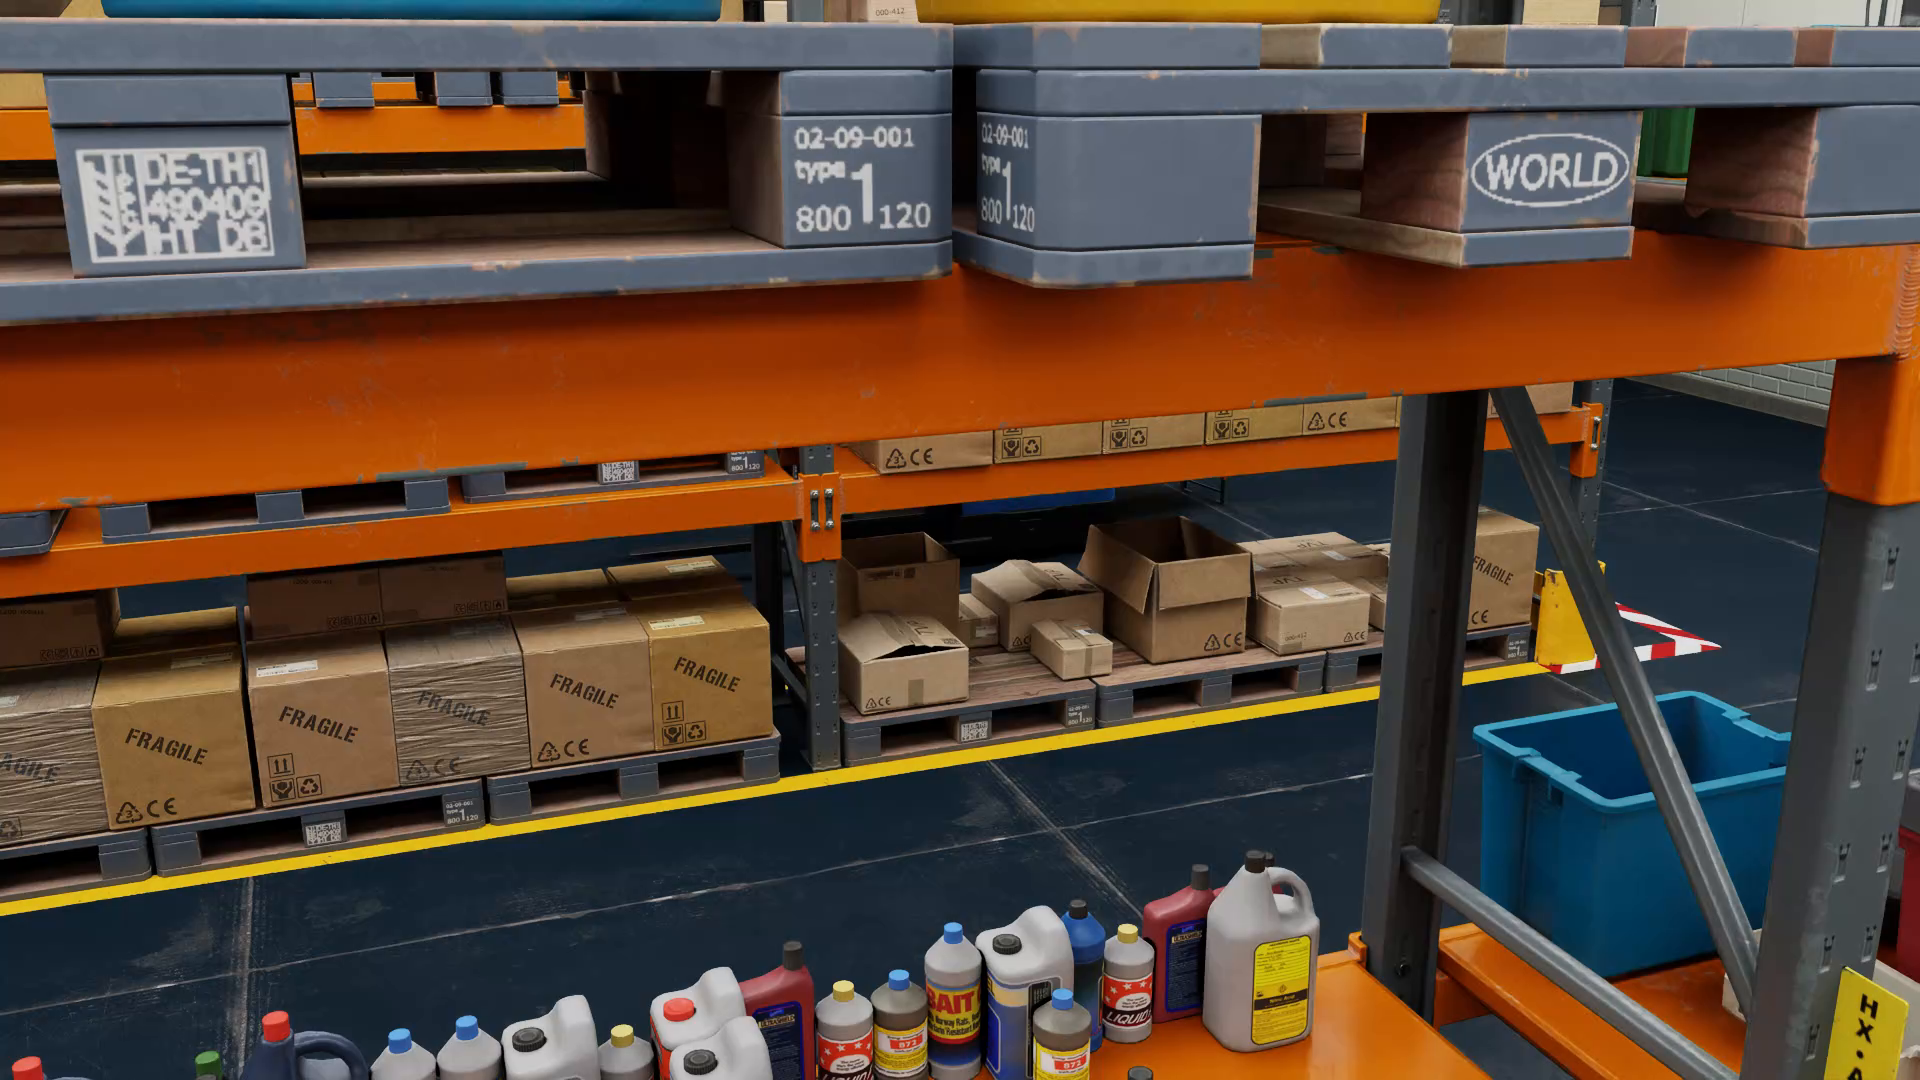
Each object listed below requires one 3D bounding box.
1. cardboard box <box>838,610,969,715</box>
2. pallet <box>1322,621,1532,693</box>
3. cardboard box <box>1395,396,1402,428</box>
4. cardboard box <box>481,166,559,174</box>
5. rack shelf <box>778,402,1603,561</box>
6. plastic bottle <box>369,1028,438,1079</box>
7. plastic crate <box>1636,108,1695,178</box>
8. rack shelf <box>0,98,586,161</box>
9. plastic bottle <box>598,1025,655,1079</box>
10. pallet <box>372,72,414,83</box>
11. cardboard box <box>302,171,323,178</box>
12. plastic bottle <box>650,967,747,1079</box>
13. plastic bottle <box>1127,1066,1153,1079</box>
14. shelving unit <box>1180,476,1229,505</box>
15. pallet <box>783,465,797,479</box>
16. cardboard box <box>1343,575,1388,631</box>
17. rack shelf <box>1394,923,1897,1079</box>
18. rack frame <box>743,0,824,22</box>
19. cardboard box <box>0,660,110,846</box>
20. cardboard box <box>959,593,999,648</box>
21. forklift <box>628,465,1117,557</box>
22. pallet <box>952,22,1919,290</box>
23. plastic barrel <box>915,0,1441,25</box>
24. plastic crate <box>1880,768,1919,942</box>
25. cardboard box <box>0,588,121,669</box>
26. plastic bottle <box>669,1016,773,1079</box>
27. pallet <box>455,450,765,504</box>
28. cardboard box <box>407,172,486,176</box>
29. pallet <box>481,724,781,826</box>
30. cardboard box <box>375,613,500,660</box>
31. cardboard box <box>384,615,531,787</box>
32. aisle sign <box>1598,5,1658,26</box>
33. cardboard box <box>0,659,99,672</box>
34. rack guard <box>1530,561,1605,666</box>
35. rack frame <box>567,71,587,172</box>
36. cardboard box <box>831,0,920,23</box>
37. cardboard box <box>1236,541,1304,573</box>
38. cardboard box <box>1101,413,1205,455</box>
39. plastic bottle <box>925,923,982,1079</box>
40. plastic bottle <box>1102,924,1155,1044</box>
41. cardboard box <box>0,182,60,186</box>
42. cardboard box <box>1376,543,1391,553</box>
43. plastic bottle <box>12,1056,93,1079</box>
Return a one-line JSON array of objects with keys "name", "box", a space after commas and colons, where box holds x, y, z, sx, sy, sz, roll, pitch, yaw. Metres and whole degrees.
[{"name": "cardboard box", "box": [-0.283, 0.523, 7.486, 0.500, 0.311, 0.500, -6, 17, -20]}, {"name": "pallet", "box": [2.168, 0.452, 8.685, 1.213, 0.211, 1.003, -6, 17, -20]}, {"name": "cardboard box", "box": [2.179, -0.852, 7.999, 0.500, 0.500, 0.500, -6, 17, -20]}, {"name": "cardboard box", "box": [-3.051, -2.456, 11.567, 0.500, 0.250, 0.500, -6, 17, -18]}, {"name": "rack shelf", "box": [1.116, -0.427, 8.007, 4.000, 0.370, 1.077, -6, 17, -20]}, {"name": "plastic bottle", "box": [-0.842, 0.872, 2.534, 0.097, 0.271, 0.097, 0, 16, 0]}, {"name": "plastic crate", "box": [1.304, -0.727, 2.803, 0.662, 0.188, 0.450, -6, 17, -20]}, {"name": "rack shelf", "box": [-2.620, -1.463, 6.211, 4.000, 0.370, 1.077, -6, 17, -20]}, {"name": "plastic bottle", "box": [-0.534, 0.872, 2.657, 0.097, 0.201, 0.097, 0, 16, 0]}, {"name": "pallet", "box": [-3.366, -3.116, 10.901, 1.217, 0.209, 0.805, -7, 18, -22]}, {"name": "cardboard box", "box": [-4.492, -2.298, 11.029, 0.500, 0.250, 0.500, -7, 18, -21]}, {"name": "plastic bottle", "box": [-0.416, 0.832, 2.662, 0.135, 0.276, 0.152, -6, 17, -20]}, {"name": "plastic bottle", "box": [0.224, 0.897, 2.307, 0.185, 0.351, 0.144, -6, 17, -20]}, {"name": "shelving unit", "box": [1.260, -0.773, 11.235, 1.048, 1.125, 0.538, -9, 19, -28]}, {"name": "pallet", "box": [-1.790, -0.592, 12.240, 1.213, 0.211, 1.003, -6, 17, -20]}, {"name": "cardboard box", "box": [2.153, 0.311, 8.464, 0.250, 0.166, 0.380, -6, 17, -20]}, {"name": "rack shelf", "box": [2.885, 0.876, 3.568, 4.000, 0.370, 1.077, -6, 17, -20]}, {"name": "rack frame", "box": [-0.752, -3.449, 6.374, 0.127, 3.000, 1.000, -6, 17, -20]}, {"name": "cardboard box", "box": [-3.473, 0.796, 6.221, 0.500, 0.500, 0.500, -7, 18, -22]}, {"name": "cardboard box", "box": [0.007, 0.400, 8.191, 0.250, 0.149, 0.380, -6, 17, -20]}, {"name": "forklift", "box": [-0.589, -1.343, 9.971, 3.031, 2.935, 1.130, -6, 17, -20]}, {"name": "pallet", "box": [0.320, -0.511, 2.027, 1.003, 0.211, 1.213, -6, 17, -20]}, {"name": "plastic barrel", "box": [0.237, -0.853, 1.776, 0.600, 0.588, 0.600, 0, 16, 0]}, {"name": "plastic crate", "box": [1.966, 0.652, 3.435, 0.590, 0.125, 0.437, -6, 17, -20]}, {"name": "cardboard box", "box": [-3.647, 0.298, 6.585, 0.500, 0.250, 0.500, -5, 17, -18]}, {"name": "plastic bottle", "box": [-0.362, 0.872, 2.525, 0.135, 0.276, 0.152, -6, 17, -20]}, {"name": "pallet", "box": [-1.537, -0.427, 7.069, 1.213, 0.211, 1.003, -6, 17, -20]}, {"name": "cardboard box", "box": [-3.353, -2.271, 10.935, 0.500, 0.250, 0.500, -6, 17, -19]}, {"name": "pallet", "box": [-1.498, 0.859, 7.299, 1.213, 0.211, 1.003, -6, 17, -20]}, {"name": "cardboard box", "box": [-2.254, 0.507, 7.203, 0.500, 0.500, 0.500, -6, 17, -19]}, {"name": "cardboard box", "box": [-2.043, 0.641, 6.749, 0.500, 0.500, 0.500, -6, 17, -19]}, {"name": "aisle sign", "box": [3.157, -2.148, 7.975, 0.004, 0.787, 0.394, -6, 17, -20]}, {"name": "cardboard box", "box": [-3.698, 0.665, 6.667, 0.500, 0.500, 0.500, -5, 17, -18]}, {"name": "rack guard", "box": [2.912, 0.233, 8.918, 0.348, 0.500, 1.175, -6, 17, -20]}, {"name": "rack frame", "box": [-2.528, -1.874, 11.656, 0.127, 3.000, 1.000, -6, 17, -20]}, {"name": "cardboard box", "box": [-0.209, -2.162, 6.691, 0.500, 0.250, 0.500, -6, 17, -20]}, {"name": "cardboard box", "box": [1.440, 0.215, 8.642, 0.500, 0.250, 0.500, -6, 17, -20]}, {"name": "cardboard box", "box": [0.766, -0.701, 7.484, 0.500, 0.500, 0.500, -6, 17, -20]}, {"name": "plastic bottle", "box": [-0.011, 0.782, 2.839, 0.097, 0.271, 0.097, 0, 16, 0]}, {"name": "plastic bottle", "box": [0.296, 0.783, 2.962, 0.097, 0.201, 0.097, 0, 16, 0]}, {"name": "cardboard box", "box": [-5.720, -2.012, 10.053, 0.500, 0.250, 0.500, -6, 17, -19]}, {"name": "cardboard box", "box": [2.469, 0.134, 9.096, 0.250, 0.149, 0.380, -6, 17, -20]}, {"name": "plastic bottle", "box": [-1.262, 0.886, 2.344, 0.185, 0.351, 0.144, -6, 17, -20]}]
